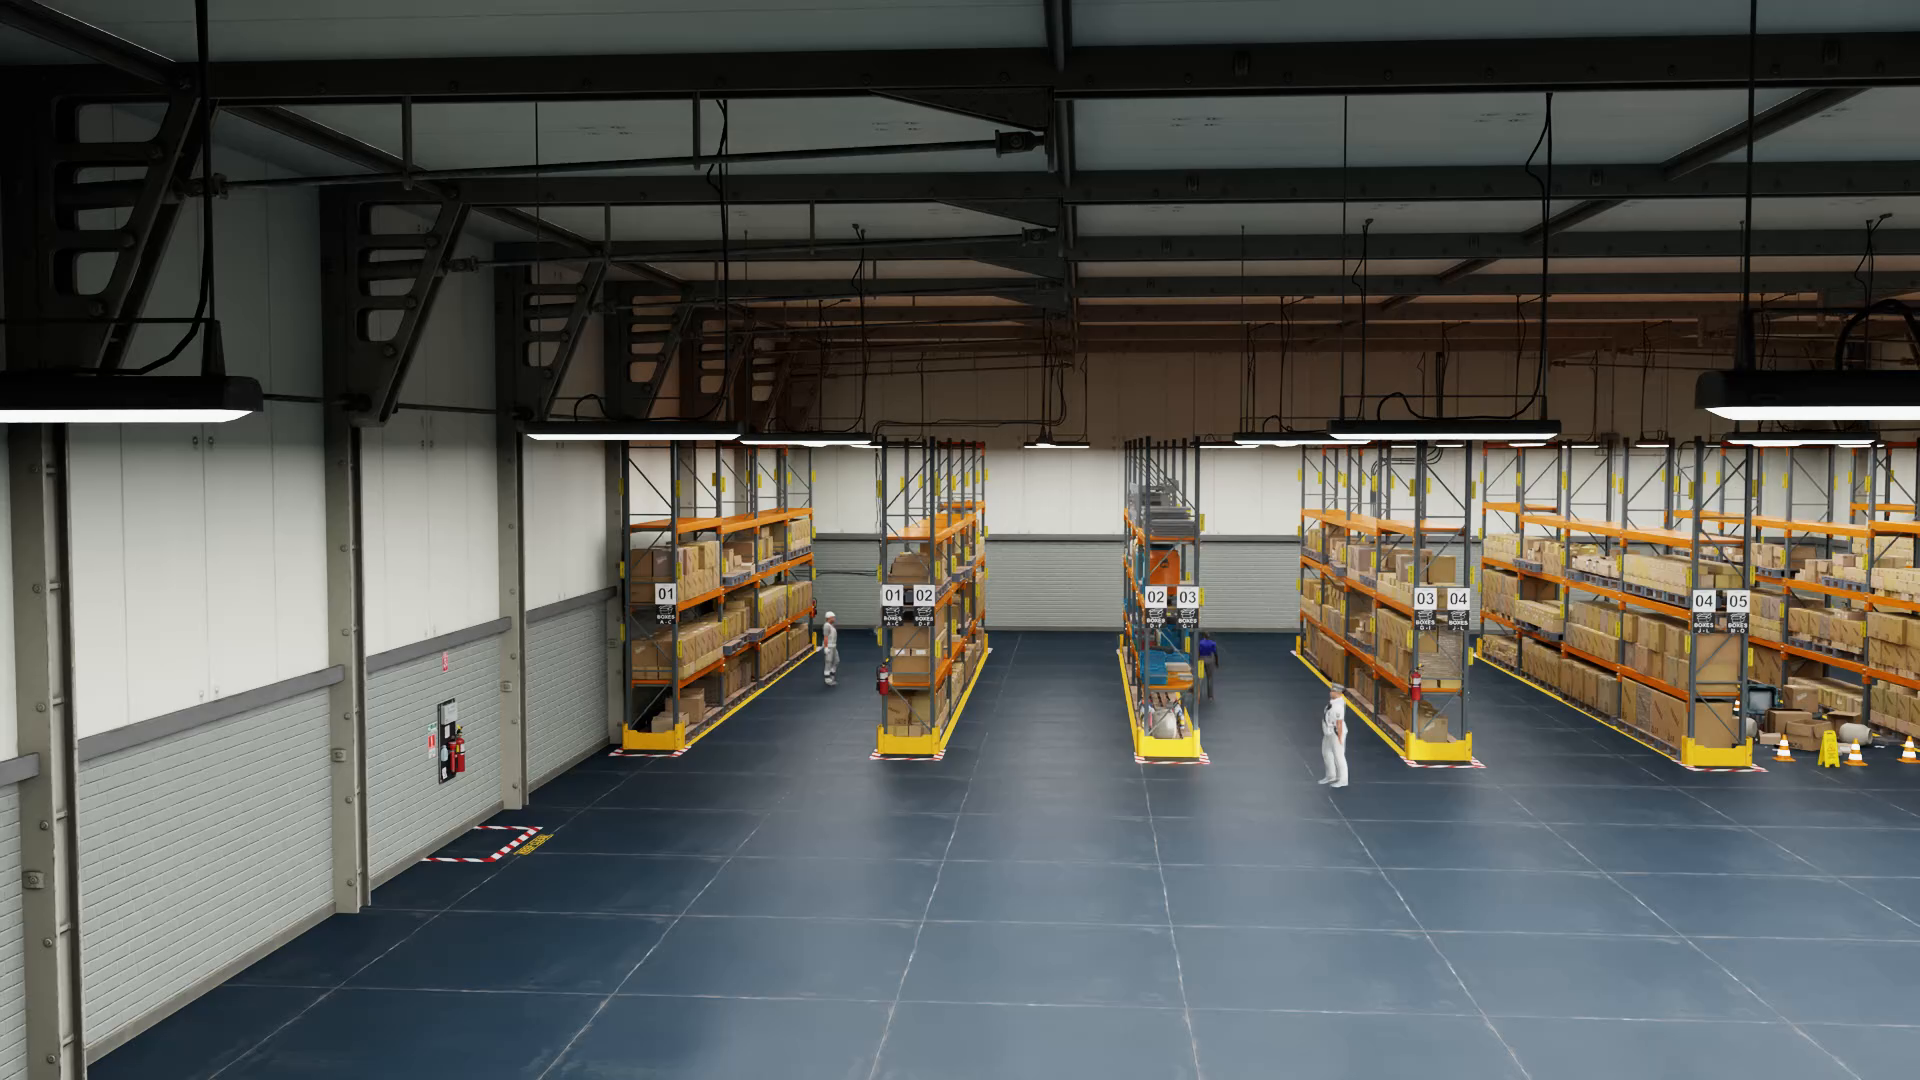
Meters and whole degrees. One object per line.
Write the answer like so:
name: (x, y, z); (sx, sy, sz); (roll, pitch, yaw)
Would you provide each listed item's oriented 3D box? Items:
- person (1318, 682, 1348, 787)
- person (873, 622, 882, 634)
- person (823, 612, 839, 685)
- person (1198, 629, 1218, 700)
person: (6.372, 3.330, 28.450); (0.448, 1.797, 0.737); (0, 3, -7)
person: (-2.167, 2.129, 51.294); (1.012, 1.723, 0.617); (1, 3, 24)
person: (-3.172, 2.666, 40.722); (0.361, 1.822, 0.611); (1, 3, 11)
person: (5.669, 2.869, 38.225); (0.501, 1.684, 0.514); (2, 3, 28)
